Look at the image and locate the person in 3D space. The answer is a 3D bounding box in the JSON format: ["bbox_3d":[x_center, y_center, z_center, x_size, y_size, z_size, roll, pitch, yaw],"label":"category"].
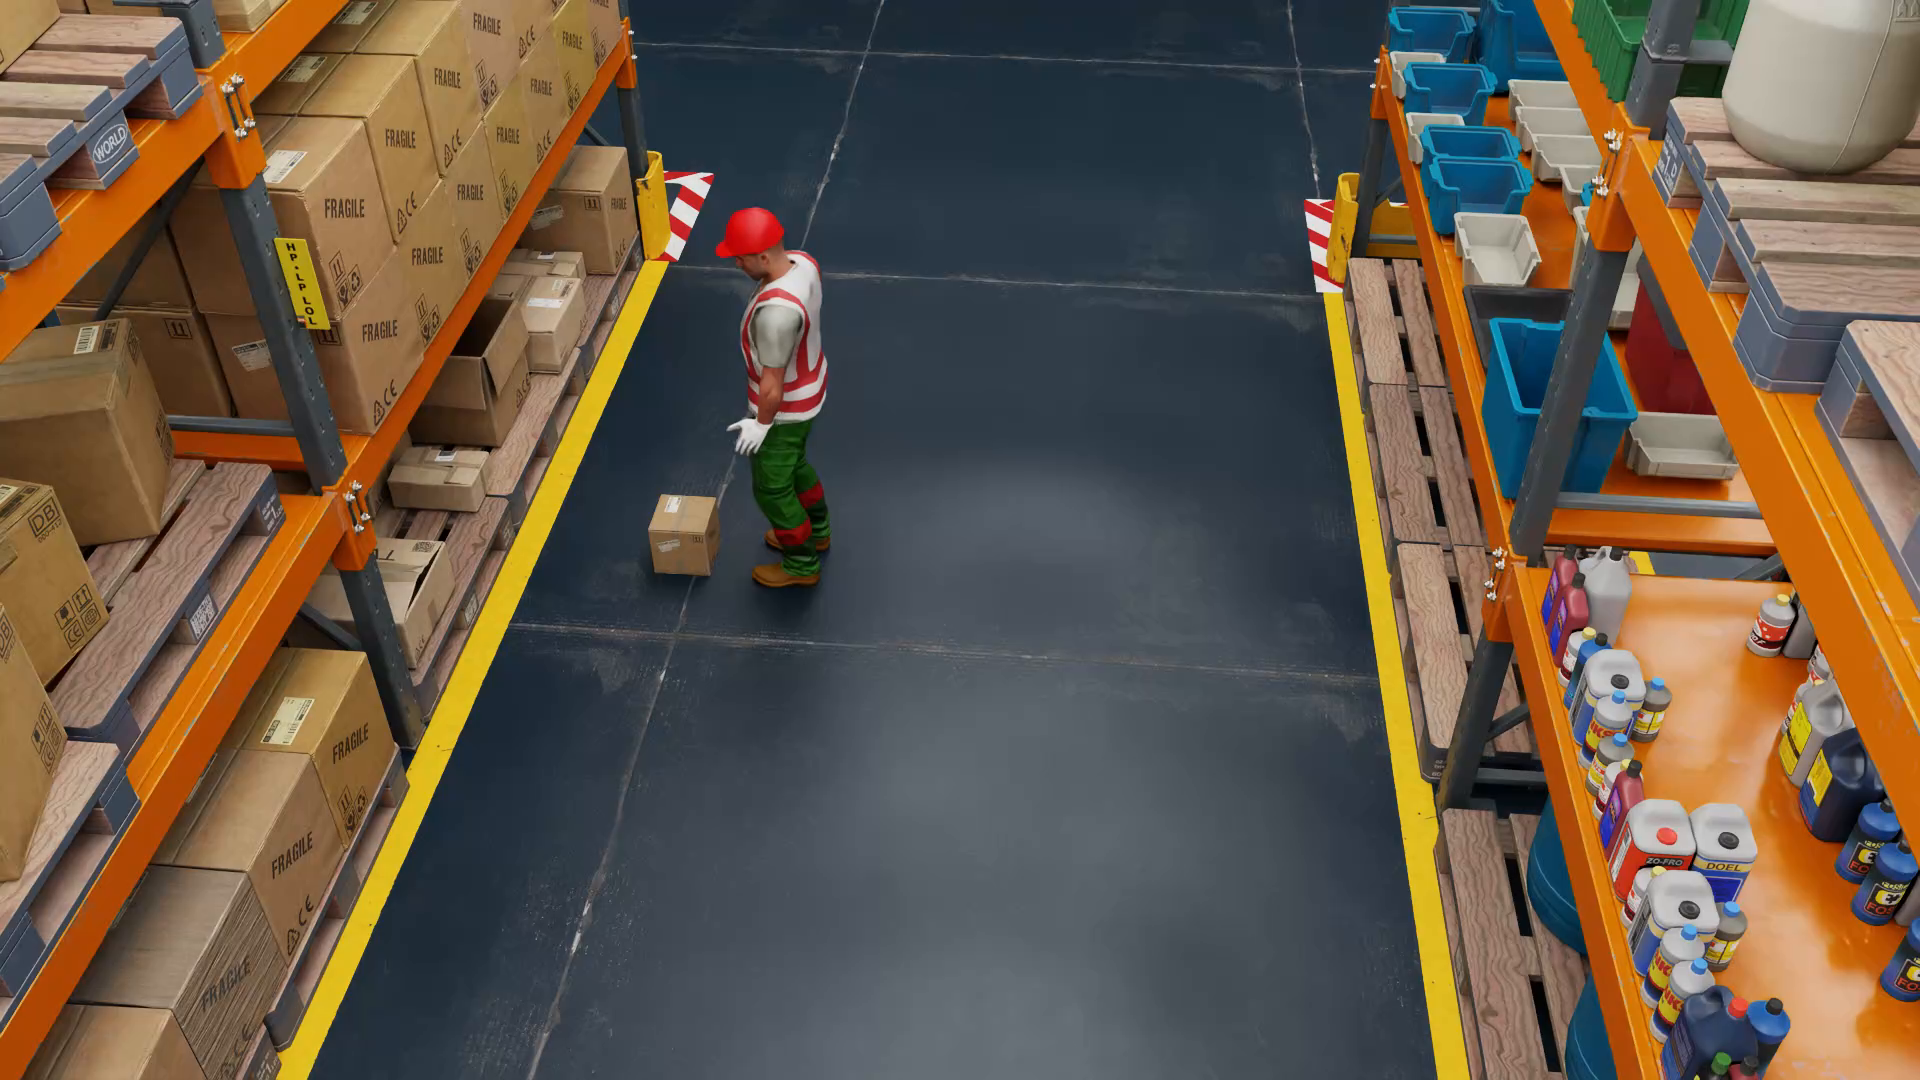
[{"bbox_3d":[-0.744,-0.567,6.836,0.388,1.766,0.533,4,40,5],"label":"person"}]
